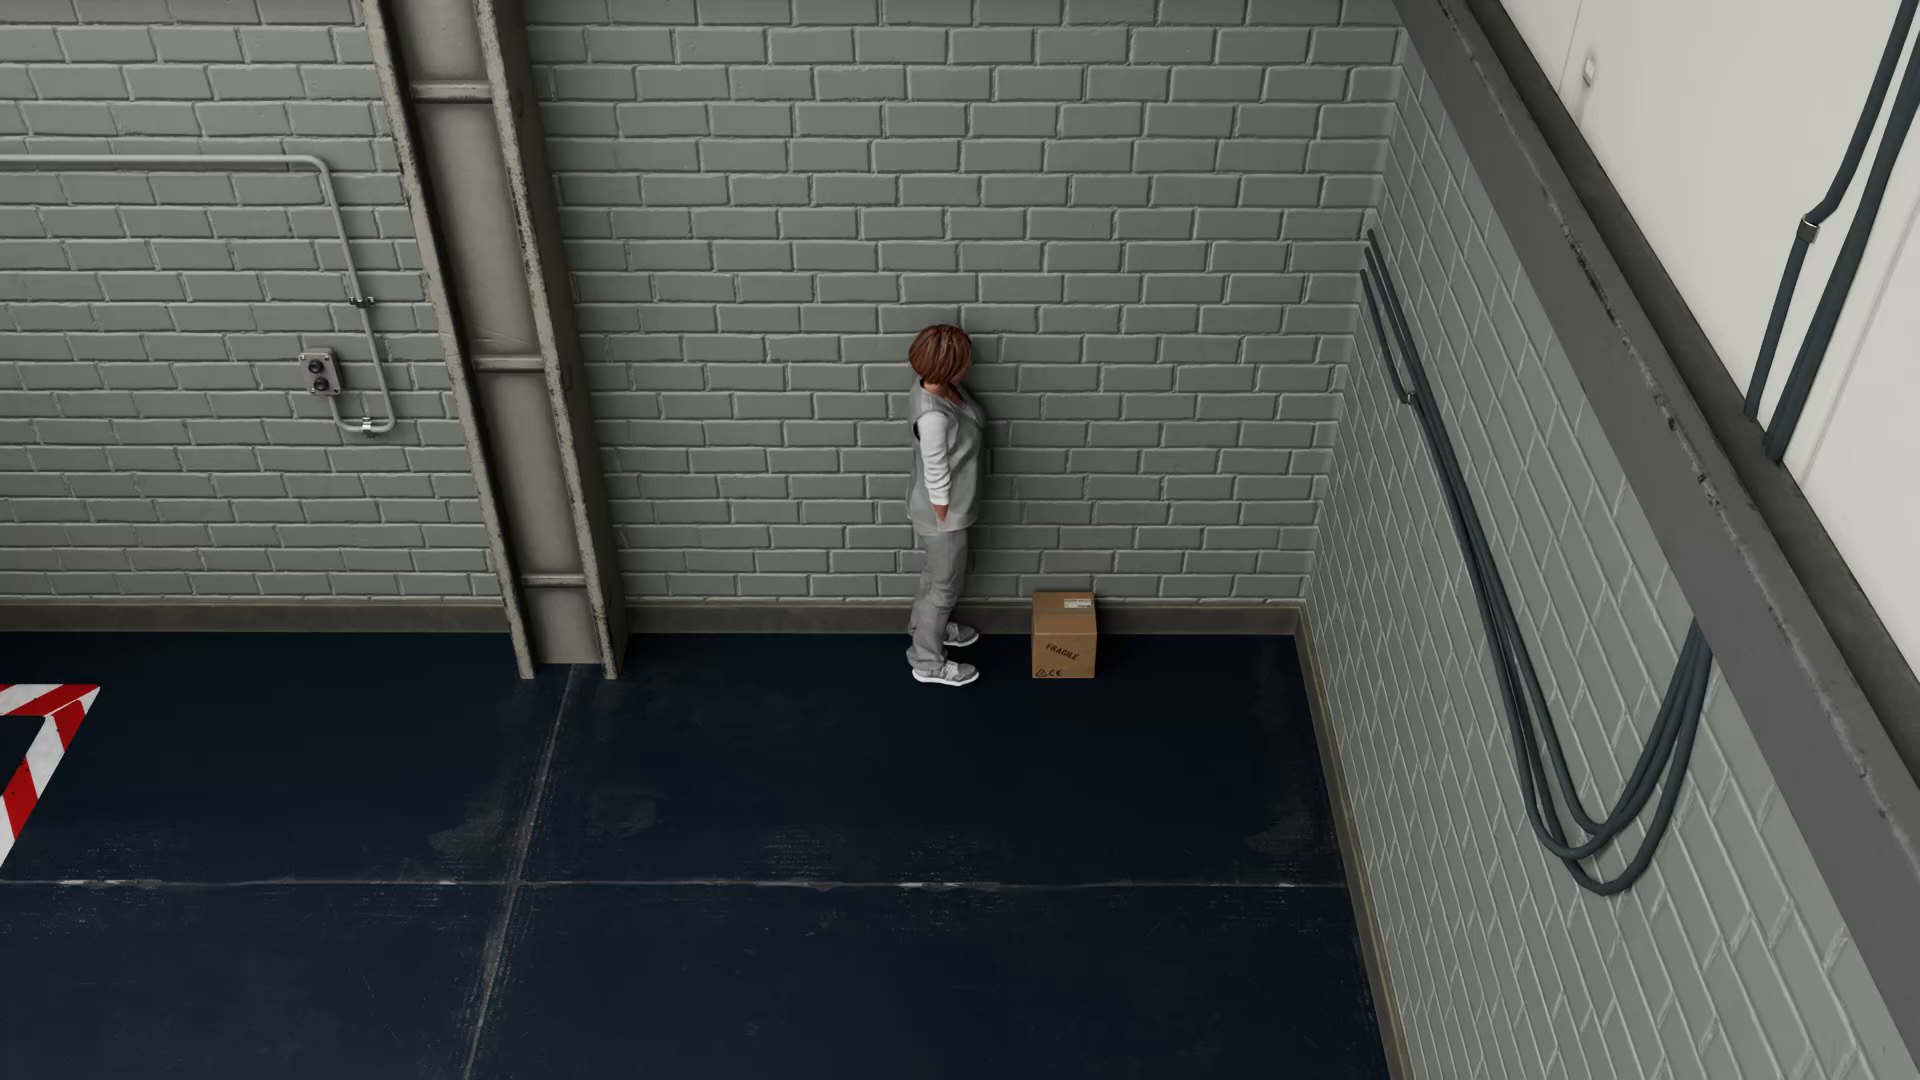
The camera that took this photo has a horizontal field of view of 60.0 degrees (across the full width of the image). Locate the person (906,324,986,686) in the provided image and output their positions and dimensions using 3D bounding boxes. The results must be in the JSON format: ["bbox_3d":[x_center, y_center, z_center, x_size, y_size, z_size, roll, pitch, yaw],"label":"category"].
[{"bbox_3d":[-0.061,-0.137,6.329,0.309,1.594,0.406,1,40,1],"label":"person"}]
